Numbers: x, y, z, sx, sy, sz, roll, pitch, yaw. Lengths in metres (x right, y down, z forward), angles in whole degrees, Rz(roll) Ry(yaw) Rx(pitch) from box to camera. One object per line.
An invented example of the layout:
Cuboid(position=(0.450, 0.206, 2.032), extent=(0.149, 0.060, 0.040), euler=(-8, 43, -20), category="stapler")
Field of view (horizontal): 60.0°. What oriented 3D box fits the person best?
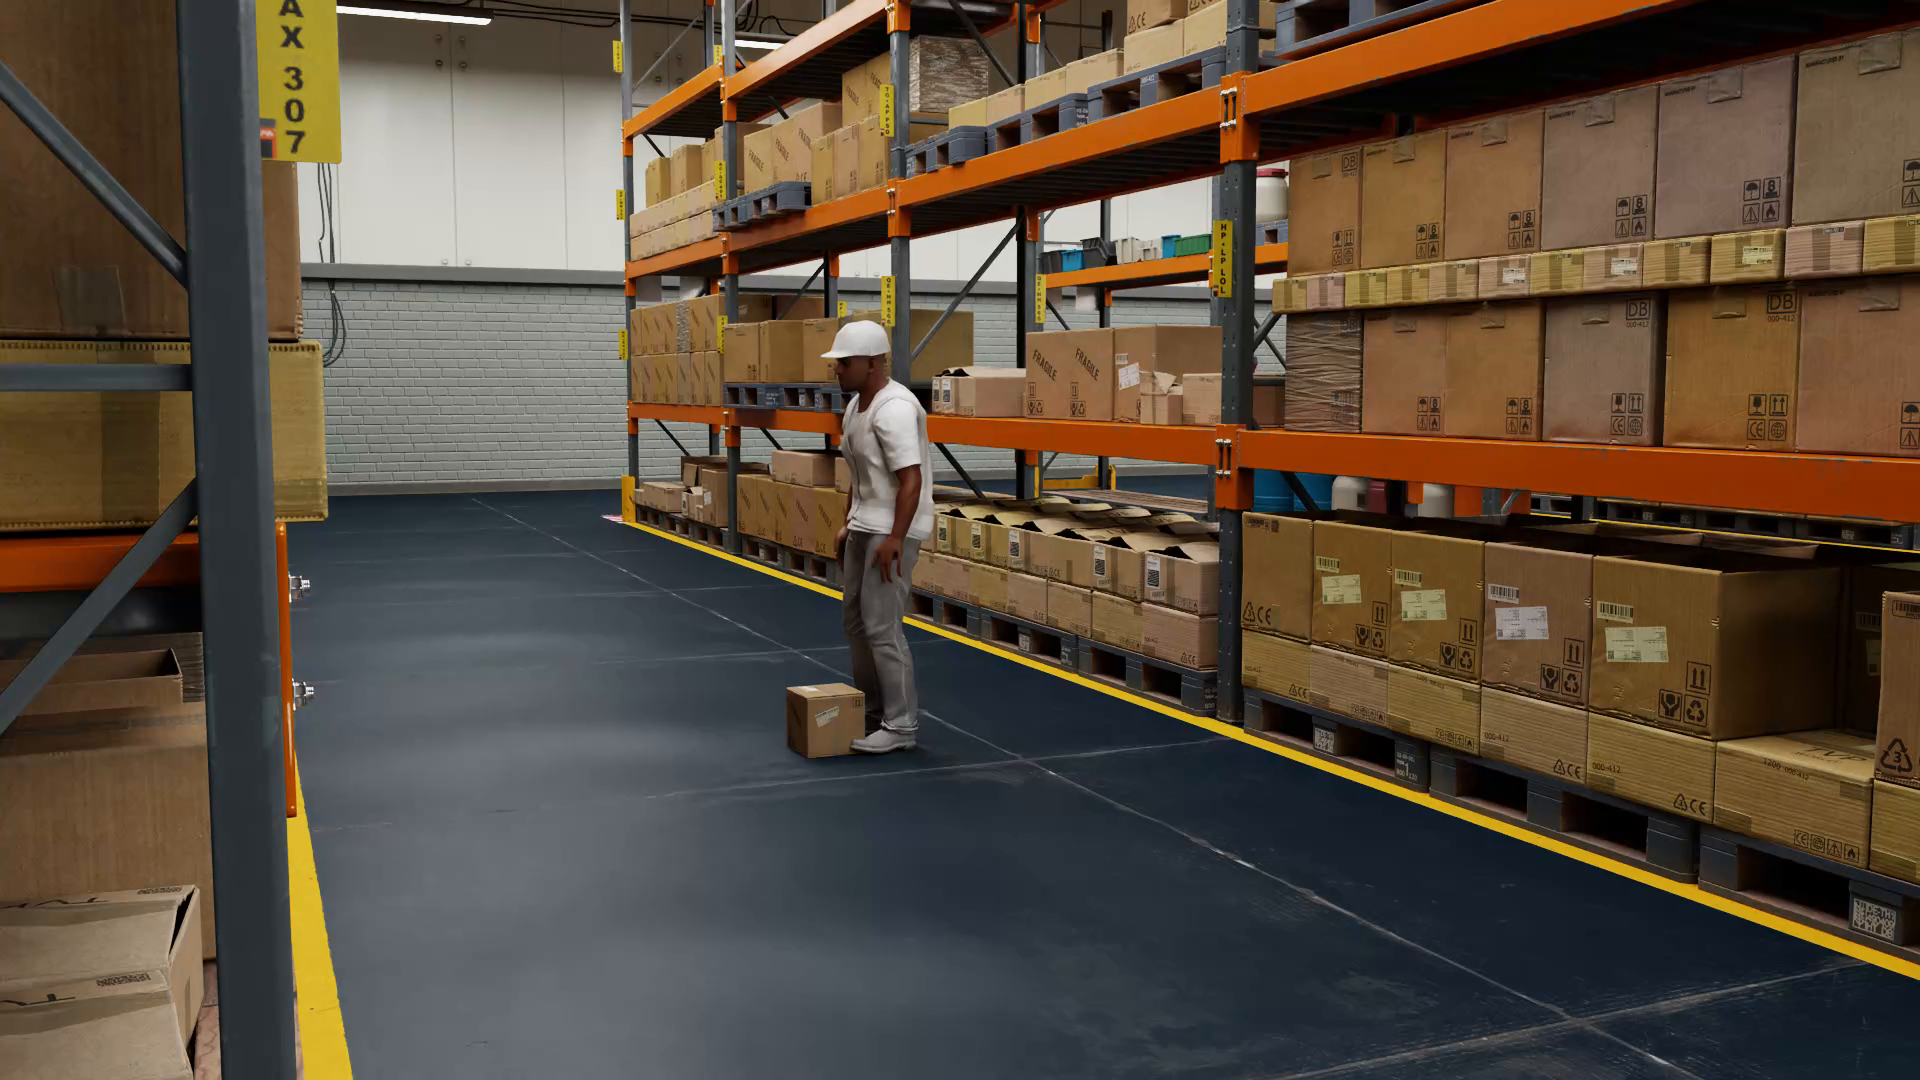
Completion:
Cuboid(position=(-0.353, -0.020, 6.879), extent=(0.456, 1.761, 0.628), euler=(-2, 6, -23), category="person")
